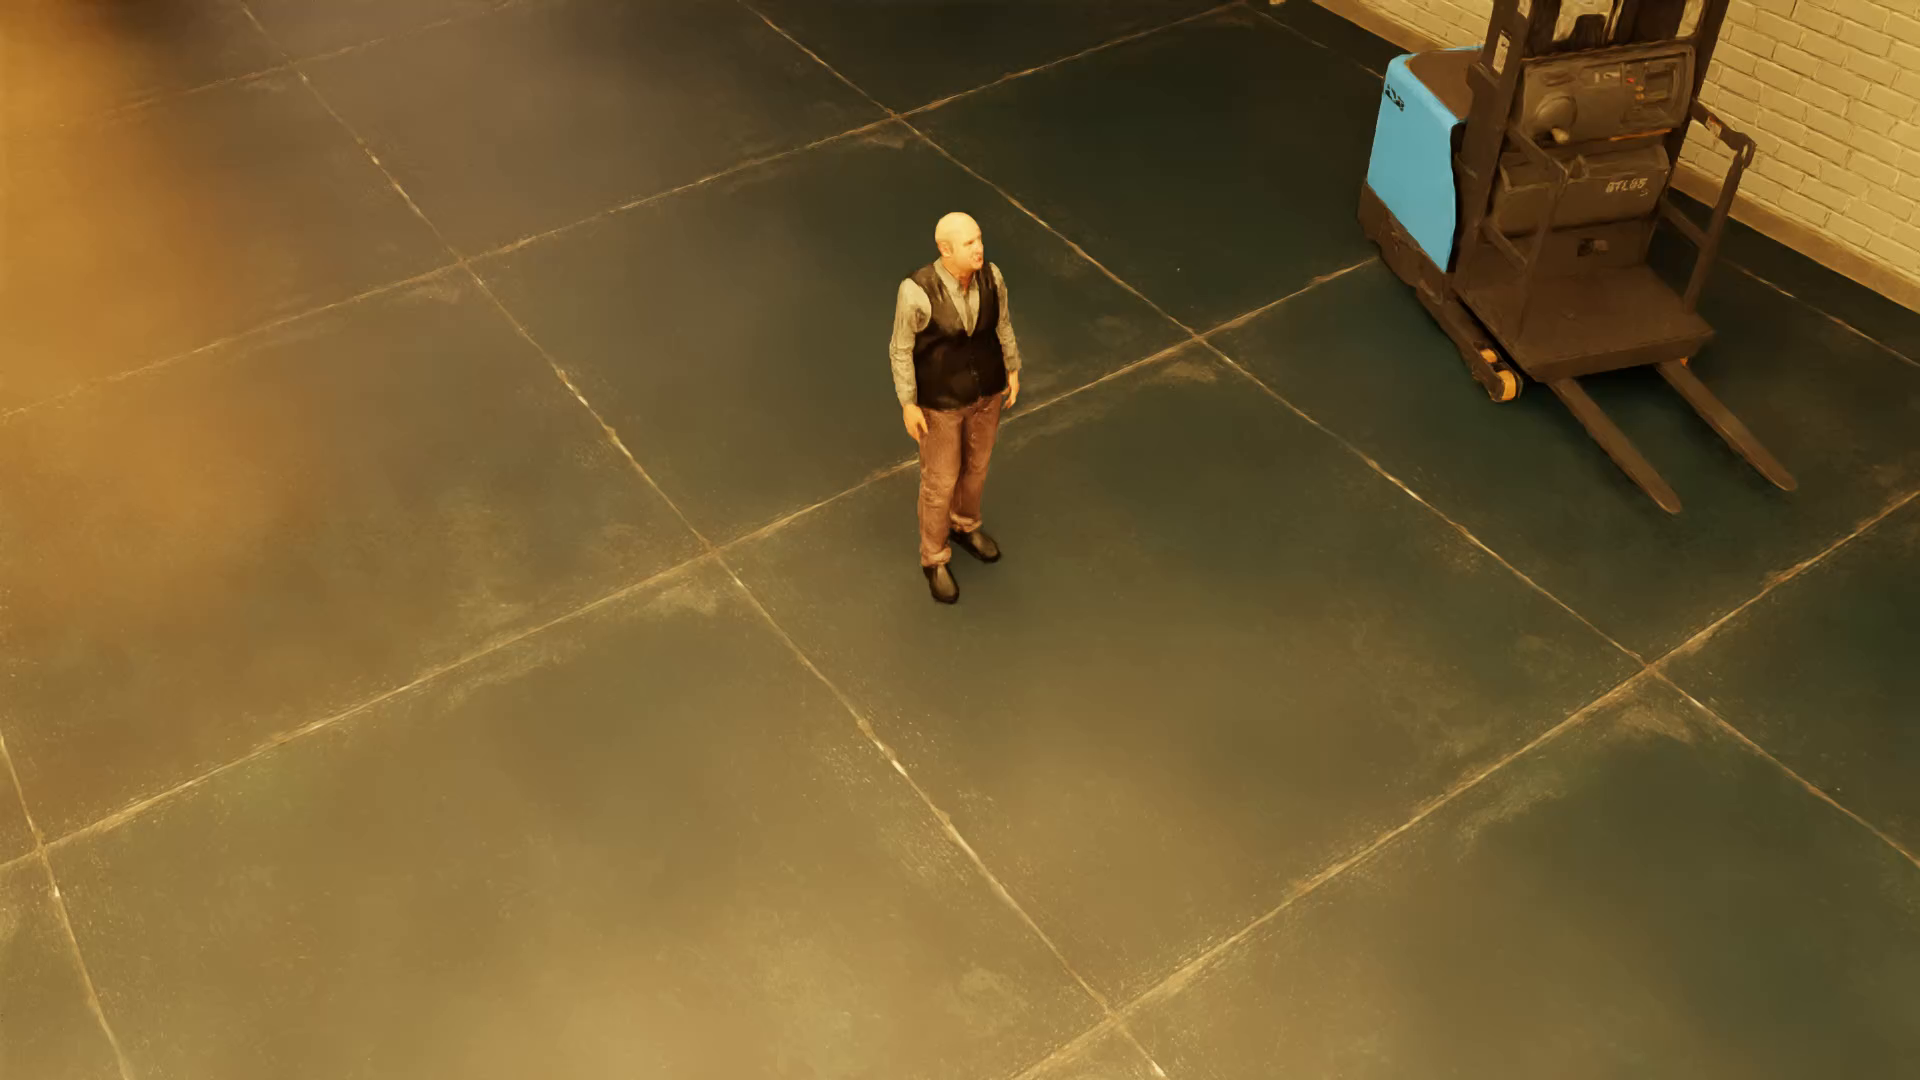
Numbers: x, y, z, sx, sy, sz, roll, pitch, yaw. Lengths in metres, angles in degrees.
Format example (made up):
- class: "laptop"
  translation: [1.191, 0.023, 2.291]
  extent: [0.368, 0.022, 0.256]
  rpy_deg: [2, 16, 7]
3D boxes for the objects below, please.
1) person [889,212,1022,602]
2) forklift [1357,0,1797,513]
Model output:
- class: "person"
  translation: [0.029, -0.600, 7.249]
  extent: [0.632, 1.720, 0.567]
  rpy_deg: [-25, 48, -25]
- class: "forklift"
  translation: [3.223, -2.089, 7.982]
  extent: [1.130, 2.935, 3.031]
  rpy_deg: [-10, 44, -11]
